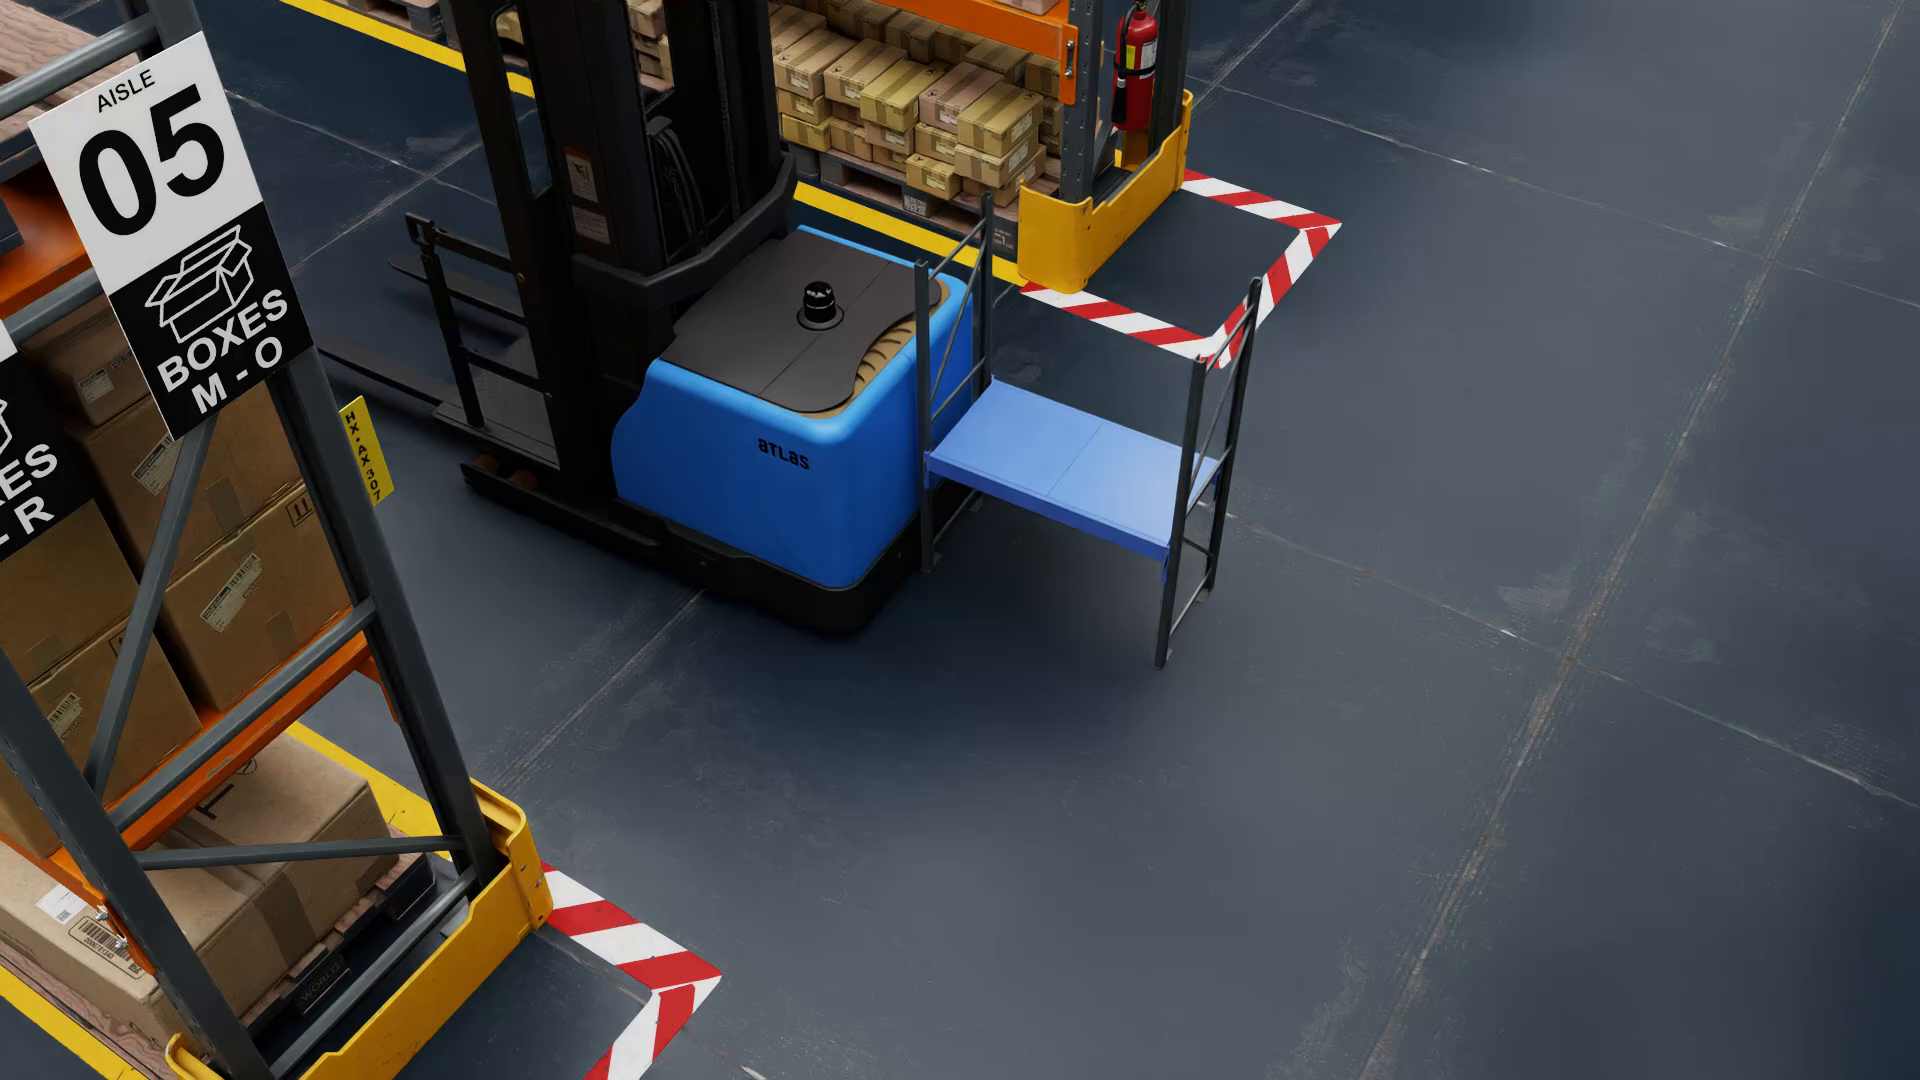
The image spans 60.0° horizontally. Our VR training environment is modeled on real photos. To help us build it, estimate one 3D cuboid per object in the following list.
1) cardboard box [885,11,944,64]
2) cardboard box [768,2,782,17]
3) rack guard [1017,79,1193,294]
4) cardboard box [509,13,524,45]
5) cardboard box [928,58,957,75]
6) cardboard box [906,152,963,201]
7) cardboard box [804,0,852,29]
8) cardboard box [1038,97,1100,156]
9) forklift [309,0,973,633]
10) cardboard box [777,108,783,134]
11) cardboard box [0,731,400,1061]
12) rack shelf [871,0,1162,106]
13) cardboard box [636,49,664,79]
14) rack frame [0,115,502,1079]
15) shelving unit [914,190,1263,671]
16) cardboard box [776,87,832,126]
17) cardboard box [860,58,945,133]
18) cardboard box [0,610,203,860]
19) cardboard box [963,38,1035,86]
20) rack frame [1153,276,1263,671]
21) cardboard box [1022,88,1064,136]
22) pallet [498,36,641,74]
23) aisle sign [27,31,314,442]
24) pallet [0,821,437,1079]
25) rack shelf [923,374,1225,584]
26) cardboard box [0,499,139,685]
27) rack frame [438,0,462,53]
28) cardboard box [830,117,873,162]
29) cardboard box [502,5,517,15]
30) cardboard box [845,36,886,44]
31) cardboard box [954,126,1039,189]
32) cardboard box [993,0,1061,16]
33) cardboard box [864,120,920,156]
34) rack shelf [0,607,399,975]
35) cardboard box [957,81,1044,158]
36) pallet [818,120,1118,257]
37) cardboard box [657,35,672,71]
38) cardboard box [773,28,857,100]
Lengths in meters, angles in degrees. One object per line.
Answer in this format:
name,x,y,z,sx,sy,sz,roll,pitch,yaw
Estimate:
cardboard box,-0.177,-2.604,8.469,0.250,0.149,0.380,22,50,20
cardboard box,-1.114,-2.611,8.476,0.250,0.149,0.380,25,51,22
rack guard,0.710,-1.739,8.091,0.348,0.500,1.175,25,51,22
cardboard box,-2.236,-2.844,9.117,0.250,0.149,0.380,26,51,23
cardboard box,0.017,-2.377,8.455,0.250,0.149,0.380,25,51,23
cardboard box,-0.053,-1.850,8.151,0.250,0.149,0.380,26,51,23
cardboard box,-0.602,-2.847,8.705,0.250,0.149,0.380,25,51,23
cardboard box,0.505,-2.130,8.423,0.250,0.149,0.380,26,51,23
forklift,-1.474,-1.452,6.117,3.031,2.935,1.130,22,50,20
cardboard box,-0.912,-2.271,8.560,0.250,0.149,0.380,26,51,23
cardboard box,-2.423,0.998,5.182,0.875,0.438,0.875,23,50,21
rack shelf,-0.910,-3.104,8.177,4.000,0.370,1.077,25,51,22
cardboard box,-1.513,-2.628,8.908,0.250,0.149,0.380,23,50,21
rack frame,-1.814,0.447,4.225,0.127,3.000,1.000,25,51,22
shelving unit,0.425,-0.370,6.063,1.048,1.500,0.538,22,50,20
cardboard box,-0.706,-2.262,8.344,0.250,0.149,0.380,25,51,23
cardboard box,-0.276,-2.149,8.026,0.250,0.149,0.380,24,50,21
cardboard box,-2.363,0.385,4.215,0.500,0.500,0.500,25,51,22
cardboard box,0.219,-2.383,8.254,0.250,0.149,0.380,26,51,23
rack frame,0.867,-0.190,5.889,0.032,1.500,0.500,22,50,20
cardboard box,0.471,-2.195,8.279,0.250,0.149,0.380,27,52,24
pallet,-2.009,-2.919,9.439,1.213,0.211,1.003,25,51,22
aisle sign,-1.597,-0.607,3.435,0.004,0.787,0.394,25,51,22
pallet,-2.529,1.156,5.480,1.213,0.211,1.003,25,51,22
rack shelf,0.425,-0.244,6.192,1.000,0.185,0.538,22,50,20
cardboard box,-2.348,0.020,3.872,0.500,0.500,0.500,26,51,23
rack frame,-2.593,-4.130,8.671,0.127,3.000,1.000,25,51,22
cardboard box,-0.444,-2.092,8.386,0.250,0.149,0.380,25,51,22
cardboard box,-2.461,-3.052,9.112,0.250,0.149,0.380,27,52,24
cardboard box,-0.415,-2.587,8.660,0.250,0.149,0.380,22,50,20
cardboard box,0.175,-1.869,7.963,0.250,0.149,0.380,23,50,21
cardboard box,0.347,-2.449,7.213,0.250,0.149,0.380,25,51,22
cardboard box,-0.263,-2.070,8.157,0.250,0.149,0.380,23,50,21
rack shelf,-3.497,-0.077,5.235,4.000,0.370,1.077,25,51,22
cardboard box,0.191,-1.993,7.875,0.250,0.149,0.380,25,51,23
pallet,0.045,-1.974,8.521,1.213,0.211,1.003,25,51,22
cardboard box,-1.352,-2.573,8.647,0.250,0.149,0.380,24,51,22
cardboard box,-0.716,-2.357,8.229,0.250,0.149,0.380,27,51,23
